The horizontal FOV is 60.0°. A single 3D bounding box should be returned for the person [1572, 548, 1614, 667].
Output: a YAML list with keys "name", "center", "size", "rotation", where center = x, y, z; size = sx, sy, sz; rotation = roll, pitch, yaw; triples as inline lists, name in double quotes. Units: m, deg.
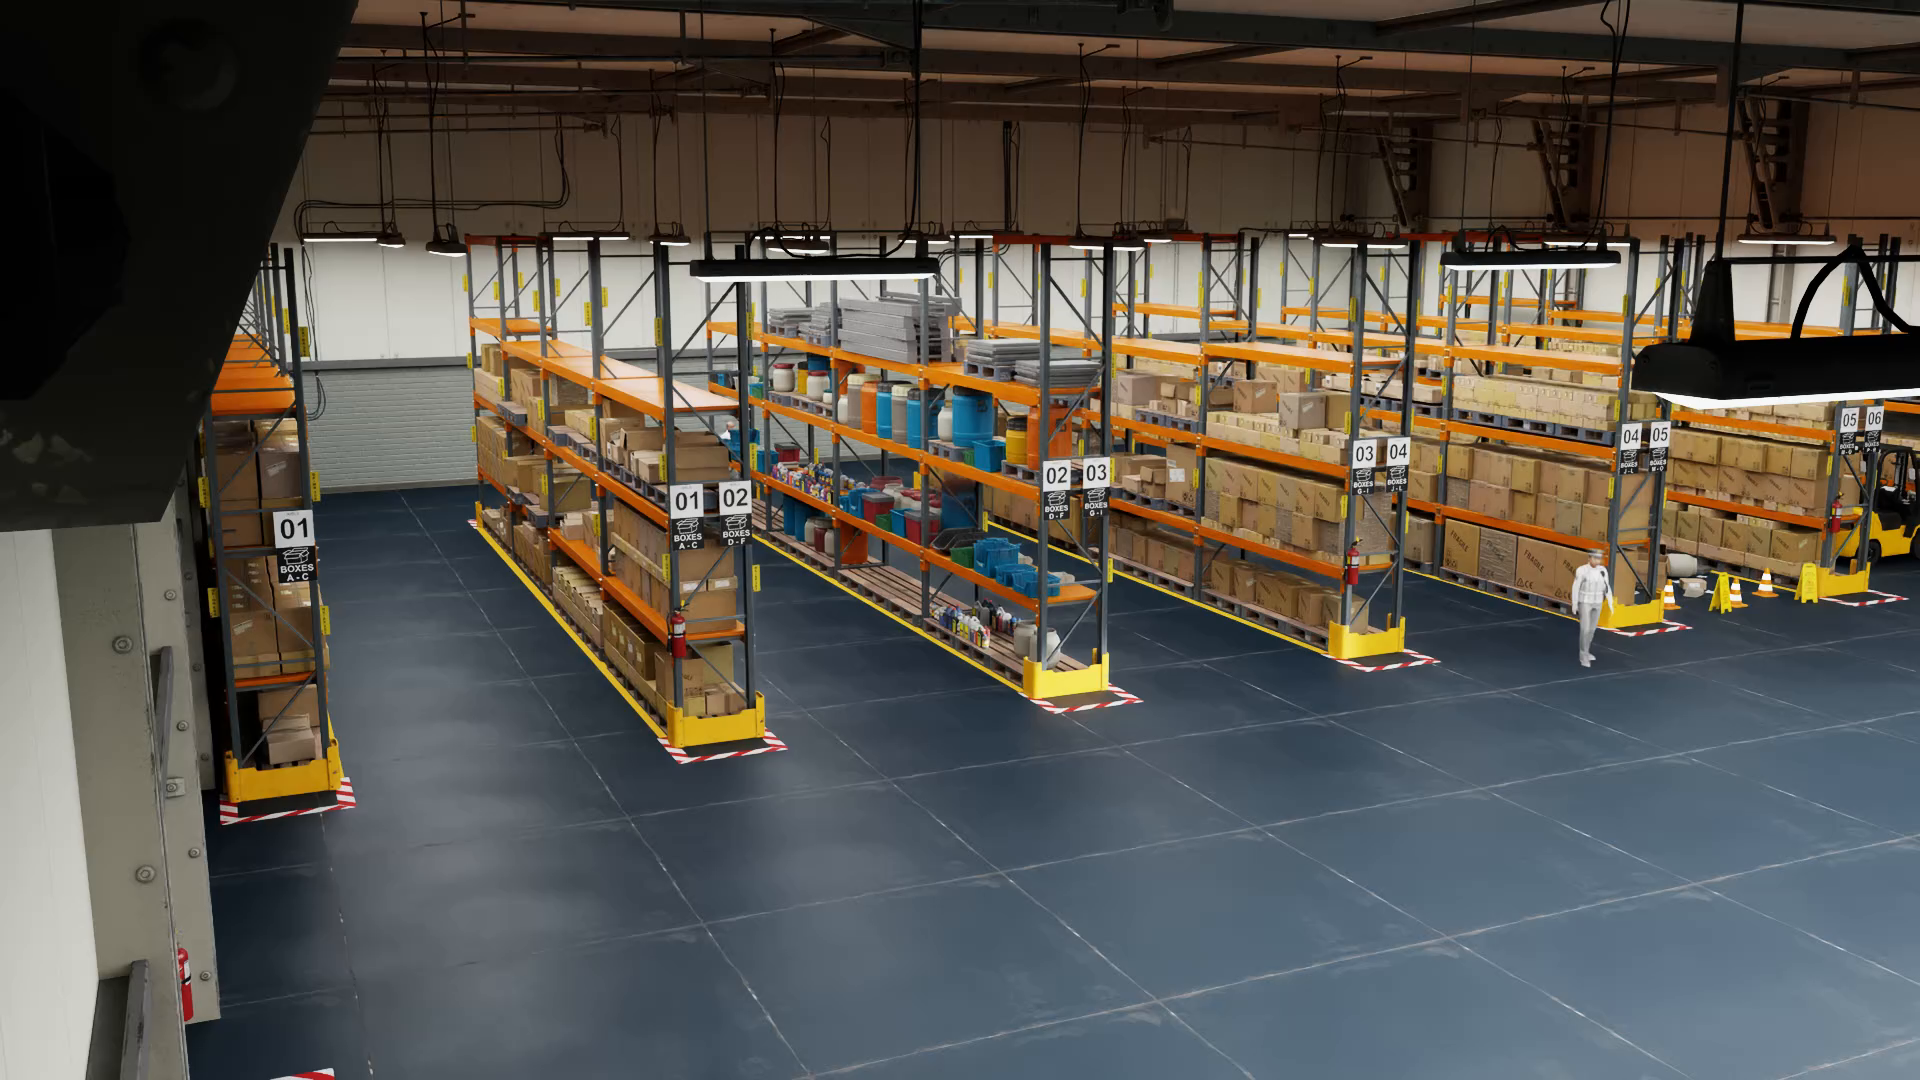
- name: "person"
  center: [9.082, 0.961, 23.900]
  size: [0.537, 1.735, 0.507]
  rotation: [-1, 11, -6]

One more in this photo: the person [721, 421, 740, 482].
- name: "person"
  center: [-5.304, -1.864, 38.086]
  size: [0.994, 1.746, 0.552]
  rotation: [2, 11, 12]
